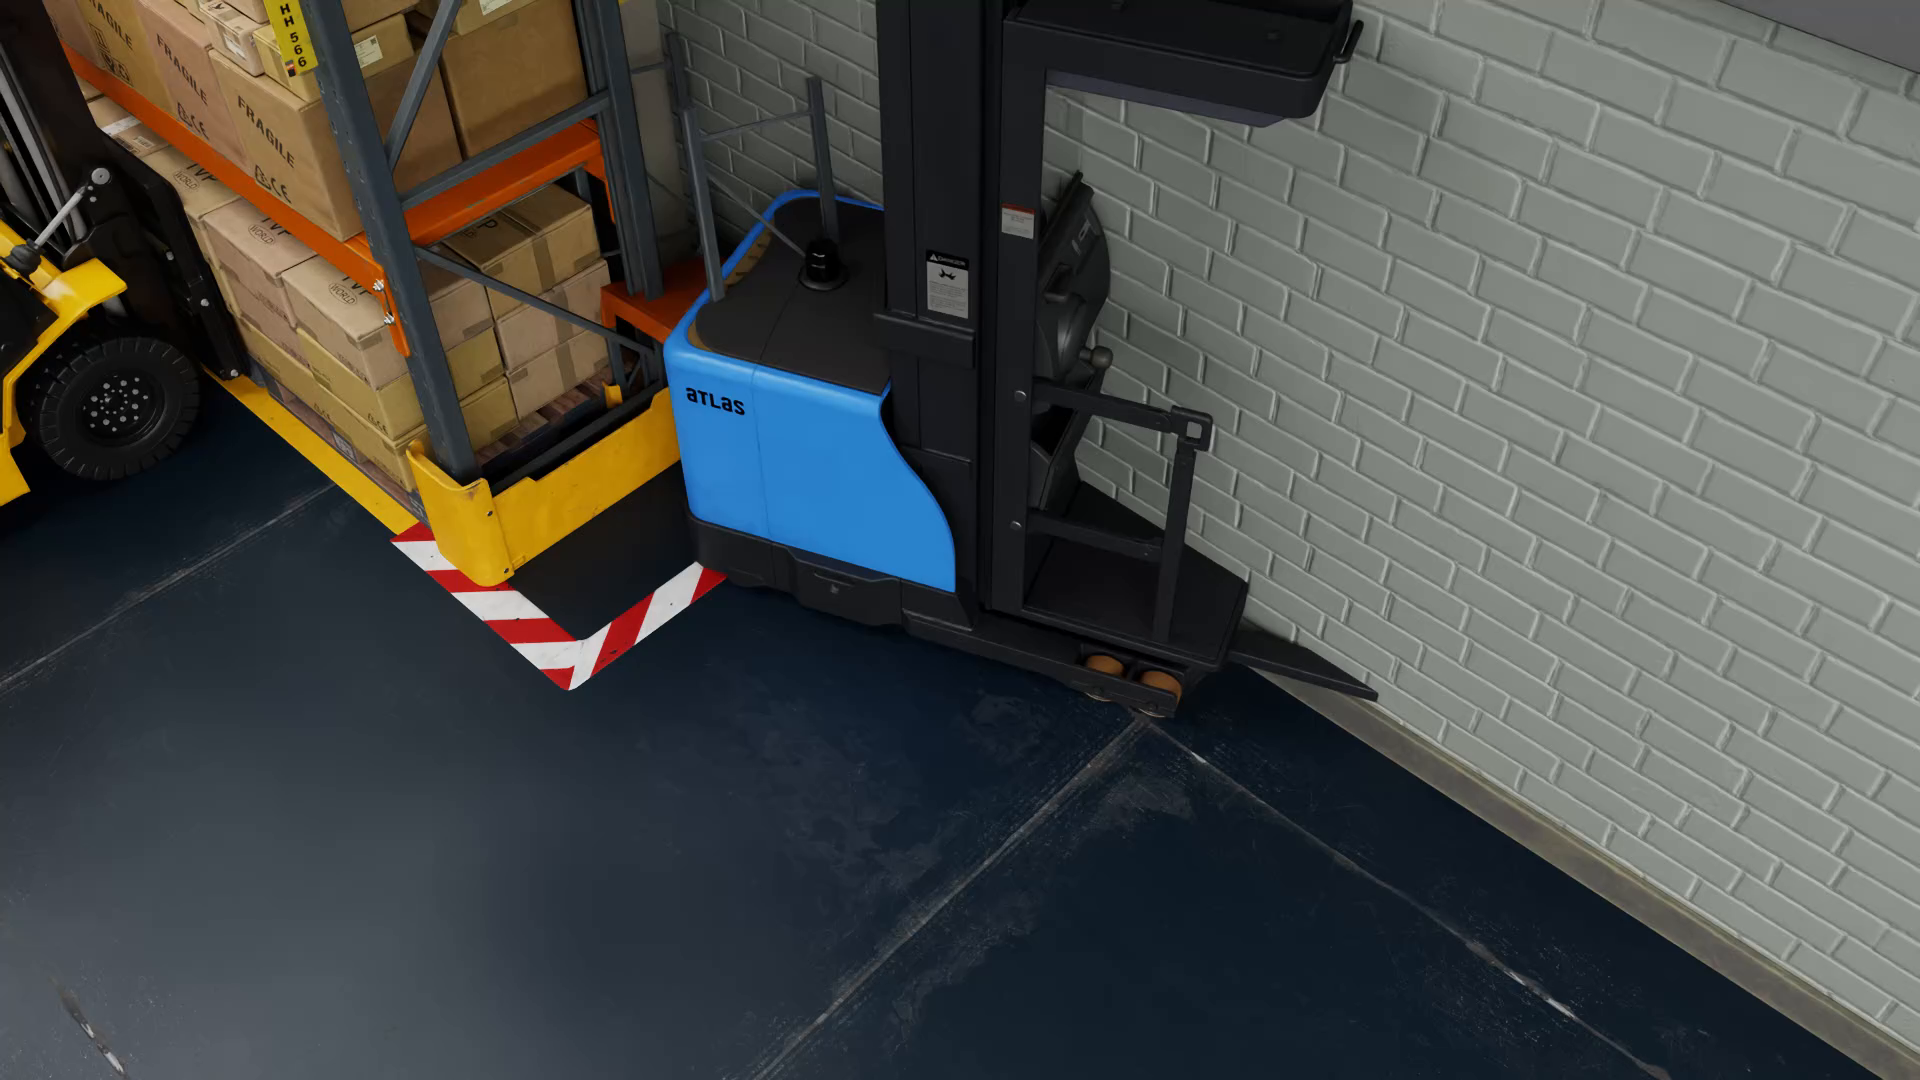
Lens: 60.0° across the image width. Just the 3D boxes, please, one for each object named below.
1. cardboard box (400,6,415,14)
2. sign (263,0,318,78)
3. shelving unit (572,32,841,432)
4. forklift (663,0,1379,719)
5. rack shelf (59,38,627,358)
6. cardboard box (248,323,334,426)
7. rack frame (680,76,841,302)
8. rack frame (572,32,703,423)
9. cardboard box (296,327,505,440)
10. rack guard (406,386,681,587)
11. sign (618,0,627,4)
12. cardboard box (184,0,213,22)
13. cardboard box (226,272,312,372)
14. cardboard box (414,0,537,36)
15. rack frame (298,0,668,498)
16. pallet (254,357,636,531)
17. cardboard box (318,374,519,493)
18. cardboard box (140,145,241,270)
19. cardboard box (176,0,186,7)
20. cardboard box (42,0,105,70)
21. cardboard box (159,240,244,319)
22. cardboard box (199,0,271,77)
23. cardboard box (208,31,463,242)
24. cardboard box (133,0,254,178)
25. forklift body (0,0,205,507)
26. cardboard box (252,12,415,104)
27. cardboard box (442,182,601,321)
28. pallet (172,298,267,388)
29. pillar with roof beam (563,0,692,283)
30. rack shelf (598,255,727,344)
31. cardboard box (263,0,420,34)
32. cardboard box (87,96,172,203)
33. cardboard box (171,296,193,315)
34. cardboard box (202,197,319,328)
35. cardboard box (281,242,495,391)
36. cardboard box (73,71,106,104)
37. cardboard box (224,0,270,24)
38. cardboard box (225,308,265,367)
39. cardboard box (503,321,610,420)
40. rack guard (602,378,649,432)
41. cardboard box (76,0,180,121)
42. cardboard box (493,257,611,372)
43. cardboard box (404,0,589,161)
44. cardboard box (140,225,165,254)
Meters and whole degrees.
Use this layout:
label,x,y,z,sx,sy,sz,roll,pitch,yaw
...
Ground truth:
label,x,y,z,sx,sy,sz,roll,pitch,yaw
cardboard box,-1.774,-1.896,5.459,0.250,0.149,0.380,34,55,28
sign,-1.854,-1.439,4.587,0.005,0.325,0.100,34,55,28
shelving unit,-0.905,-0.963,6.044,0.587,1.500,1.083,-23,34,-28
forklift,0.586,-0.840,5.028,3.031,2.935,1.130,16,49,14
rack shelf,-2.945,-1.988,6.552,4.000,0.370,1.077,34,55,28
cardboard box,-2.394,-0.762,6.506,0.500,0.250,0.500,34,55,28
rack frame,-0.605,-0.774,5.666,0.500,1.500,0.032,-23,34,-28
rack frame,-1.194,-1.144,6.408,0.500,1.500,0.032,-23,34,-28
cardboard box,-2.045,-0.692,6.097,0.500,0.250,0.500,33,55,27
rack guard,-1.458,-0.378,6.262,0.348,0.500,1.175,34,55,28
sign,-1.095,-1.863,5.294,0.005,0.325,0.100,34,55,28
cardboard box,-2.278,-1.794,5.364,0.250,0.149,0.380,35,56,28
cardboard box,-2.407,-0.946,6.336,0.500,0.250,0.500,33,55,27
cardboard box,-1.549,-1.808,5.377,0.250,0.149,0.380,33,55,27
rack frame,-1.476,-1.245,5.362,0.127,3.000,1.000,34,55,28
pallet,-2.066,-0.646,6.712,1.213,0.211,1.003,34,55,28
cardboard box,-2.035,-0.511,6.270,0.500,0.250,0.500,34,56,28
cardboard box,-2.782,-1.344,6.367,0.500,0.250,0.500,35,56,28
cardboard box,-2.452,-1.923,5.484,0.250,0.149,0.380,34,55,27
cardboard box,-3.144,-2.139,6.133,0.500,0.500,0.500,34,56,28
cardboard box,-2.800,-1.190,6.565,0.500,0.250,0.500,33,55,27
cardboard box,-2.128,-1.633,5.212,0.250,0.149,0.380,35,56,28
cardboard box,-2.015,-1.382,5.422,0.500,0.500,0.500,33,55,27
cardboard box,-2.390,-1.644,5.667,0.500,0.500,0.500,36,56,29
forklift body,-4.106,-0.915,5.634,1.214,2.155,2.313,34,55,28
cardboard box,-1.920,-1.523,5.109,0.250,0.149,0.380,35,56,28
cardboard box,-1.700,-1.129,6.165,0.500,0.250,0.500,33,55,27
pallet,-2.958,-1.250,7.278,1.213,0.211,1.003,34,55,28
pillar with roof beam,-4.296,-1.820,1.786,0.400,9.000,9.100,34,55,28
rack shelf,-0.886,-0.804,6.126,0.538,0.185,1.000,-23,34,-28
cardboard box,-1.882,-1.667,5.040,0.250,0.149,0.380,34,55,28
cardboard box,-3.150,-1.599,6.606,0.500,0.250,0.500,33,55,27
cardboard box,-3.153,-1.259,6.972,0.500,0.250,0.500,36,56,29
cardboard box,-2.405,-1.100,6.137,0.500,0.250,0.500,35,56,28
cardboard box,-2.026,-0.851,5.903,0.500,0.250,0.500,36,56,29
cardboard box,-3.530,-1.862,6.853,0.500,0.250,0.500,36,56,29
cardboard box,-2.084,-1.773,5.139,0.250,0.149,0.380,34,55,28
cardboard box,-2.756,-1.014,6.743,0.500,0.250,0.500,35,56,28
cardboard box,-1.704,-0.795,6.537,0.500,0.250,0.500,34,56,28
rack guard,-1.144,-0.603,6.716,0.587,0.250,0.087,-23,34,-28
cardboard box,-2.767,-1.897,5.905,0.500,0.500,0.500,33,55,27
cardboard box,-1.680,-0.963,6.351,0.500,0.250,0.500,35,56,28
cardboard box,-1.651,-1.673,5.695,0.500,0.500,0.500,36,56,29
cardboard box,-3.165,-1.439,6.799,0.500,0.250,0.500,34,55,28
